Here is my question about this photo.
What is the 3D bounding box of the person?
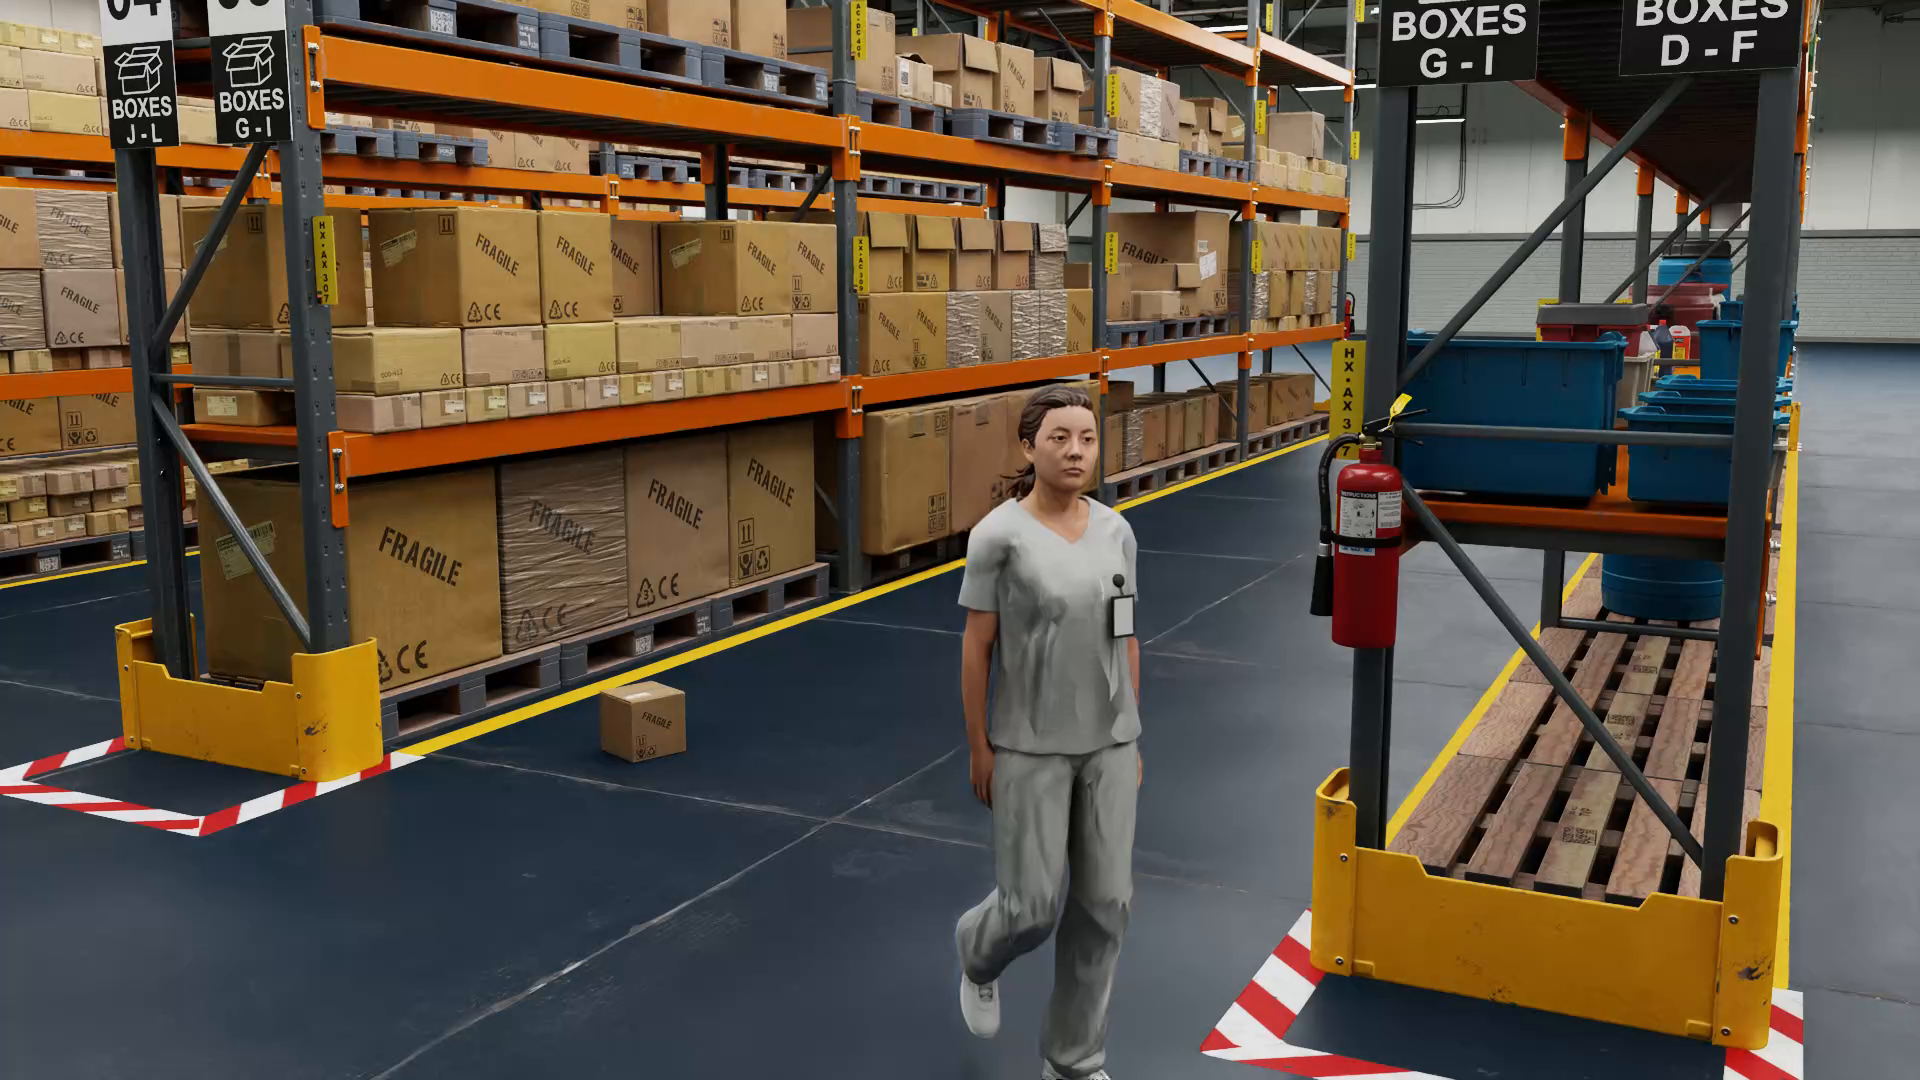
[{"bbox_3d":[0.207,0.470,3.856,0.443,1.651,0.597,-4,10,-21],"label":"person"}]
